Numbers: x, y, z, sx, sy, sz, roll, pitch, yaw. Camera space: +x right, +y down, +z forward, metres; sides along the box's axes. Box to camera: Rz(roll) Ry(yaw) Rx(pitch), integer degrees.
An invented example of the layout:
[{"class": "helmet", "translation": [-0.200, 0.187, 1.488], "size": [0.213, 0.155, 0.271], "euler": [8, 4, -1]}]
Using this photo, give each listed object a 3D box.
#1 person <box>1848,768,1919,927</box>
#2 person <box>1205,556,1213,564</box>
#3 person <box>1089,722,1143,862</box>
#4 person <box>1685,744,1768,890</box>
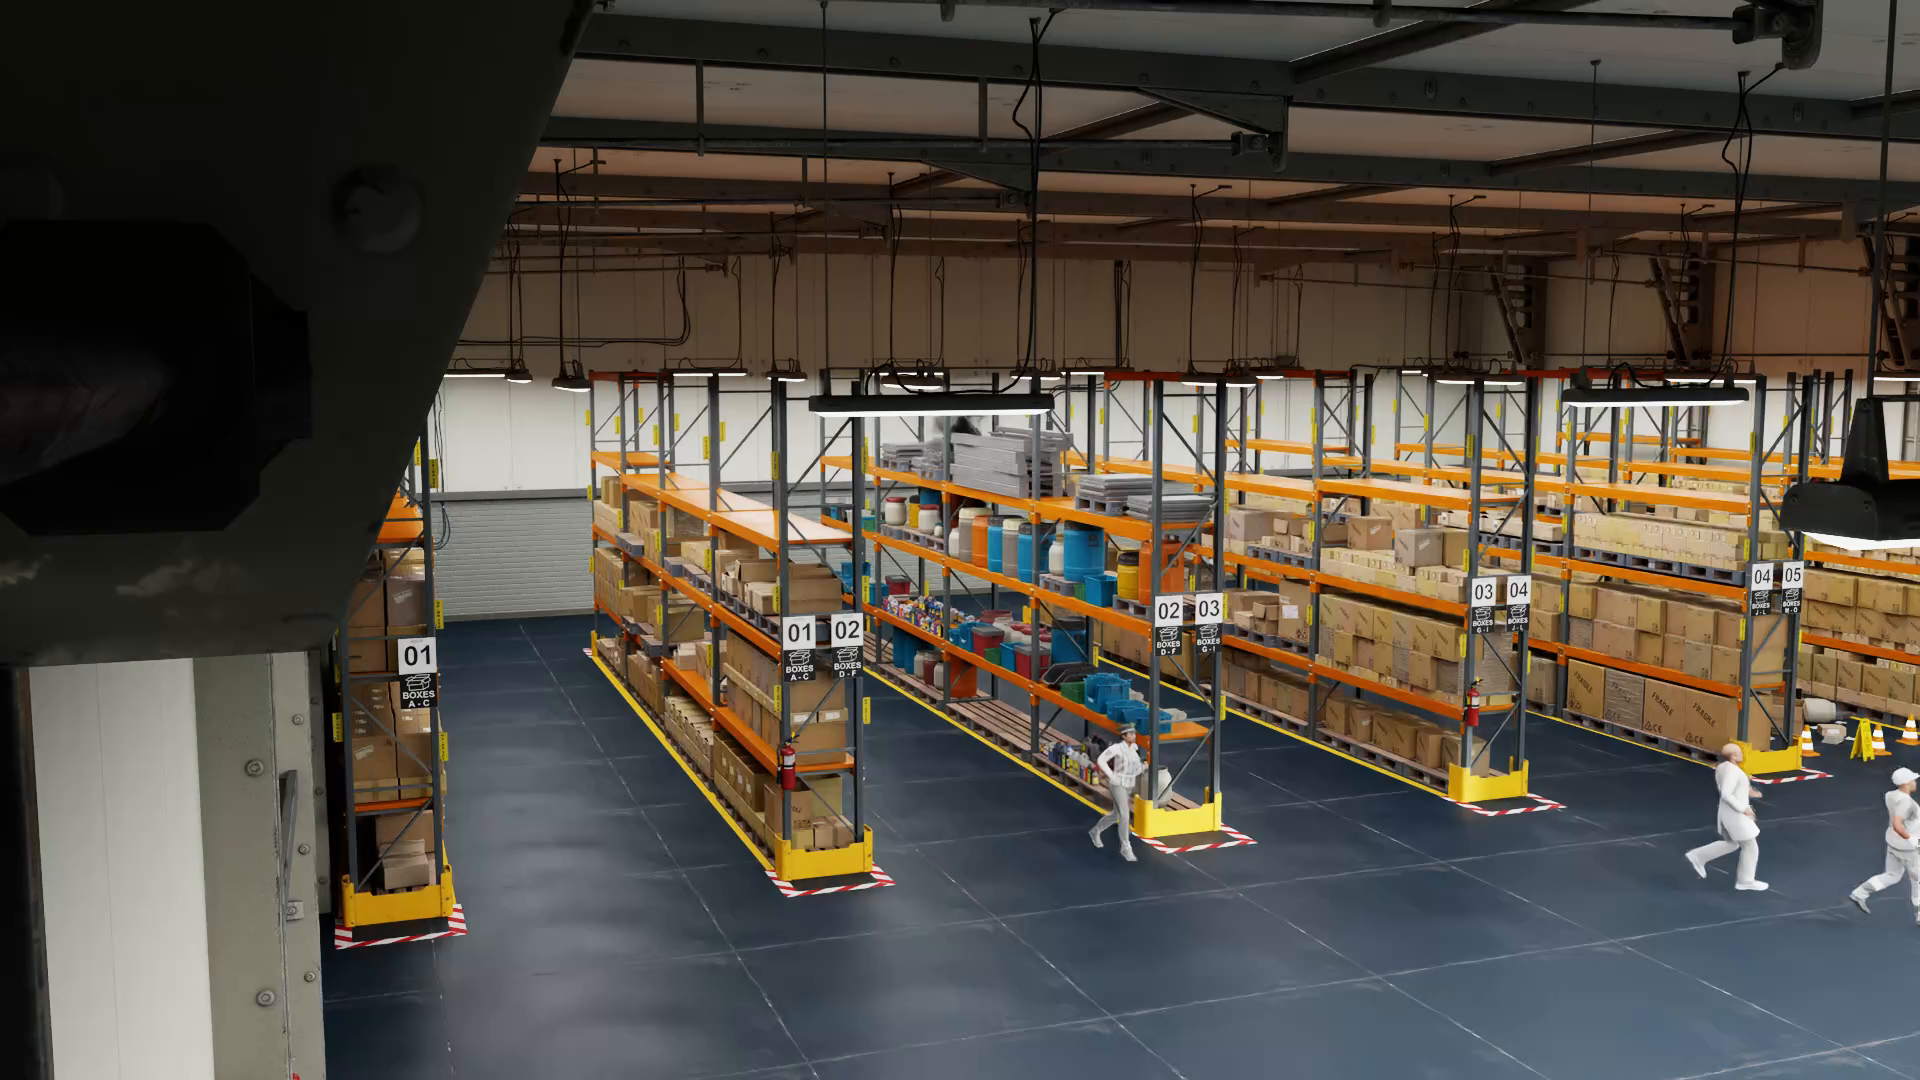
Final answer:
[{"class": "person", "translation": [10.403, 3.386, 18.368], "size": [0.985, 1.768, 0.665], "euler": [1, 6, 5]}, {"class": "person", "translation": [6.247, 0.966, 41.551], "size": [0.529, 1.464, 0.714], "euler": [0, 6, 0]}, {"class": "person", "translation": [2.058, 3.155, 21.163], "size": [0.824, 1.723, 0.633], "euler": [6, 9, 42]}, {"class": "person", "translation": [9.115, 3.311, 19.680], "size": [0.917, 1.664, 0.720], "euler": [1, 6, 9]}]
